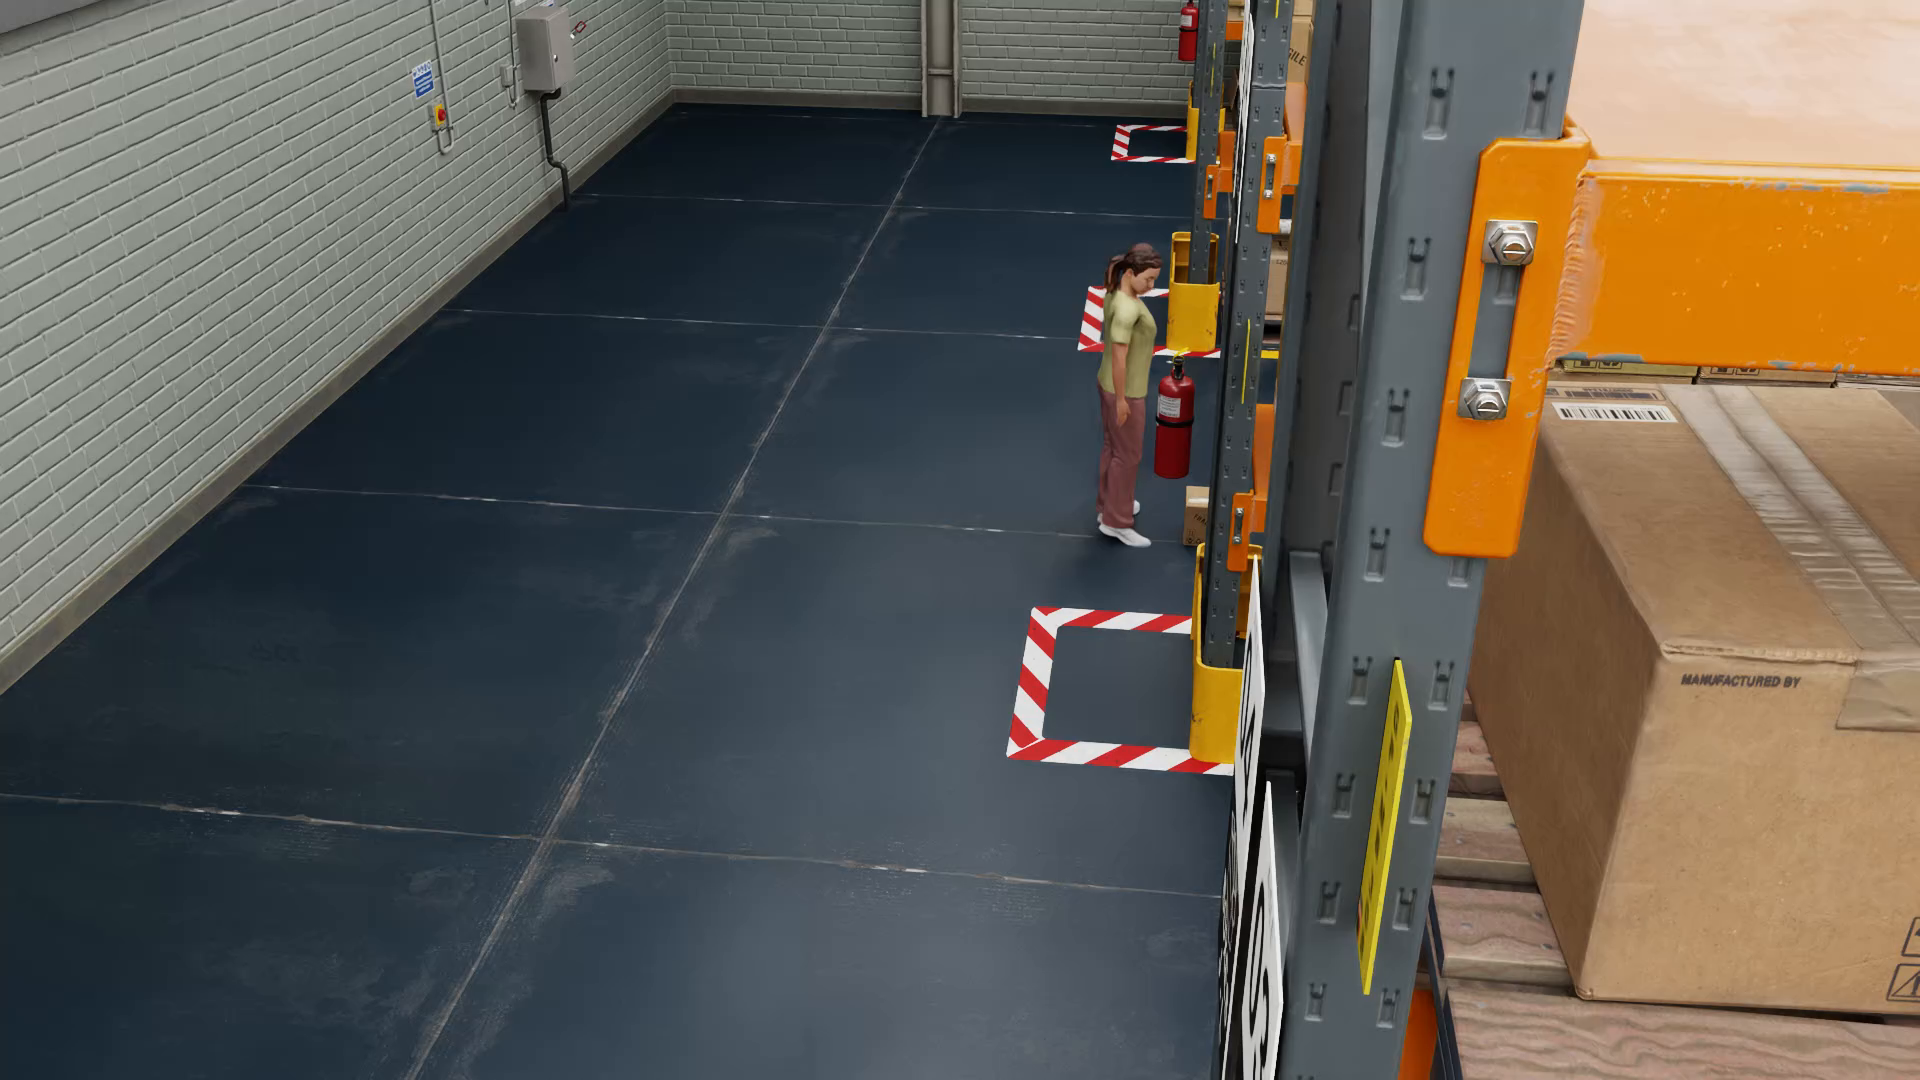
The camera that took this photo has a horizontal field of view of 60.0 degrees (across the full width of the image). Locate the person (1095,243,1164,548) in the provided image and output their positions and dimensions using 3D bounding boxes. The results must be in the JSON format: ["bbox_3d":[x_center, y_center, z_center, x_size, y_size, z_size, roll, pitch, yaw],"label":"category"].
[{"bbox_3d":[0.899,-0.810,9.119,0.334,1.706,0.534,-4,29,-7],"label":"person"}]
